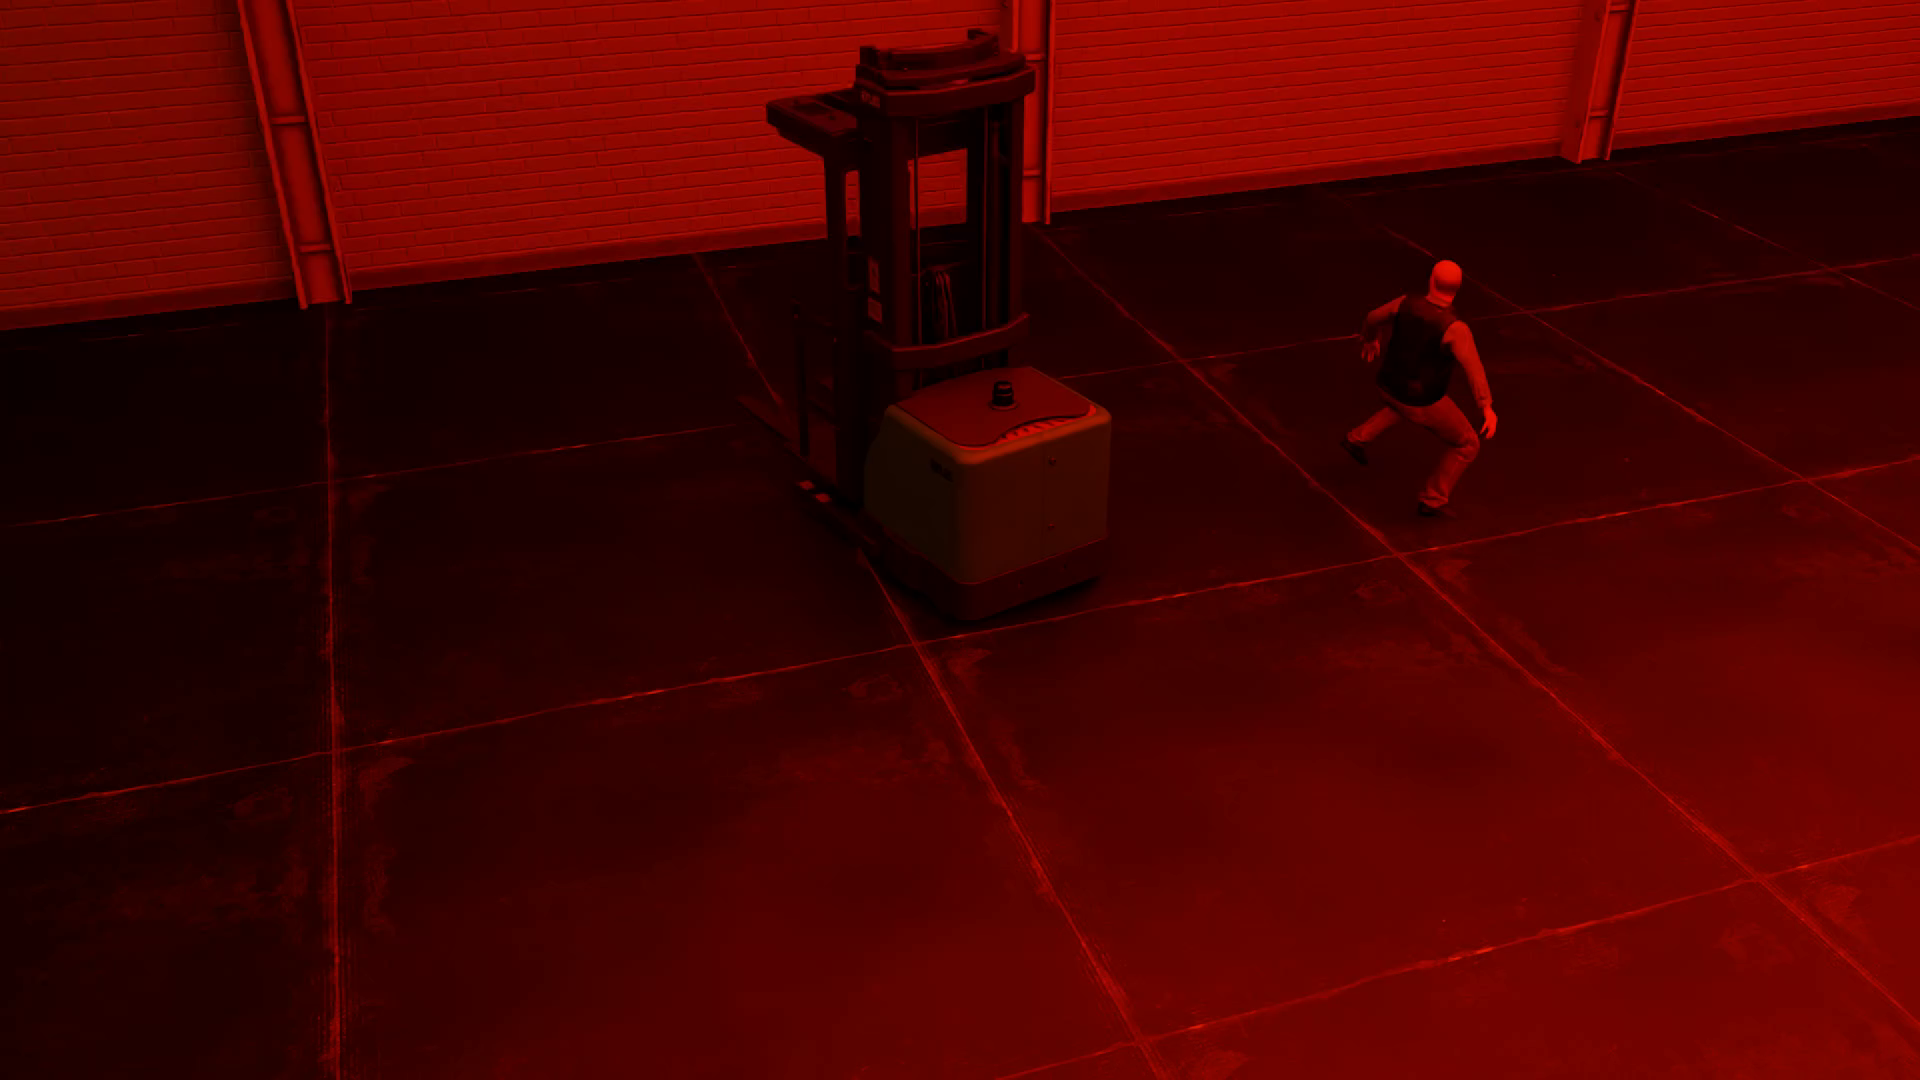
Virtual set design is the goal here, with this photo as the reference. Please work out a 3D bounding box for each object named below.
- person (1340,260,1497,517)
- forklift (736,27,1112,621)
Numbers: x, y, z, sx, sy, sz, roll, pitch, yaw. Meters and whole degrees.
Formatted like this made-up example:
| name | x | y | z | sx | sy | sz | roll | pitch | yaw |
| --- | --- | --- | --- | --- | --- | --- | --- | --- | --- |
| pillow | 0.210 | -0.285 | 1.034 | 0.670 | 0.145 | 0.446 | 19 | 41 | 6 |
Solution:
| name | x | y | z | sx | sy | sz | roll | pitch | yaw |
| --- | --- | --- | --- | --- | --- | --- | --- | --- | --- |
| person | 2.833 | -0.923 | 10.091 | 0.503 | 1.603 | 1.047 | -15 | 33 | -24 |
| forklift | -0.394 | -1.513 | 9.717 | 1.130 | 2.935 | 3.031 | -19 | 35 | -29 |
